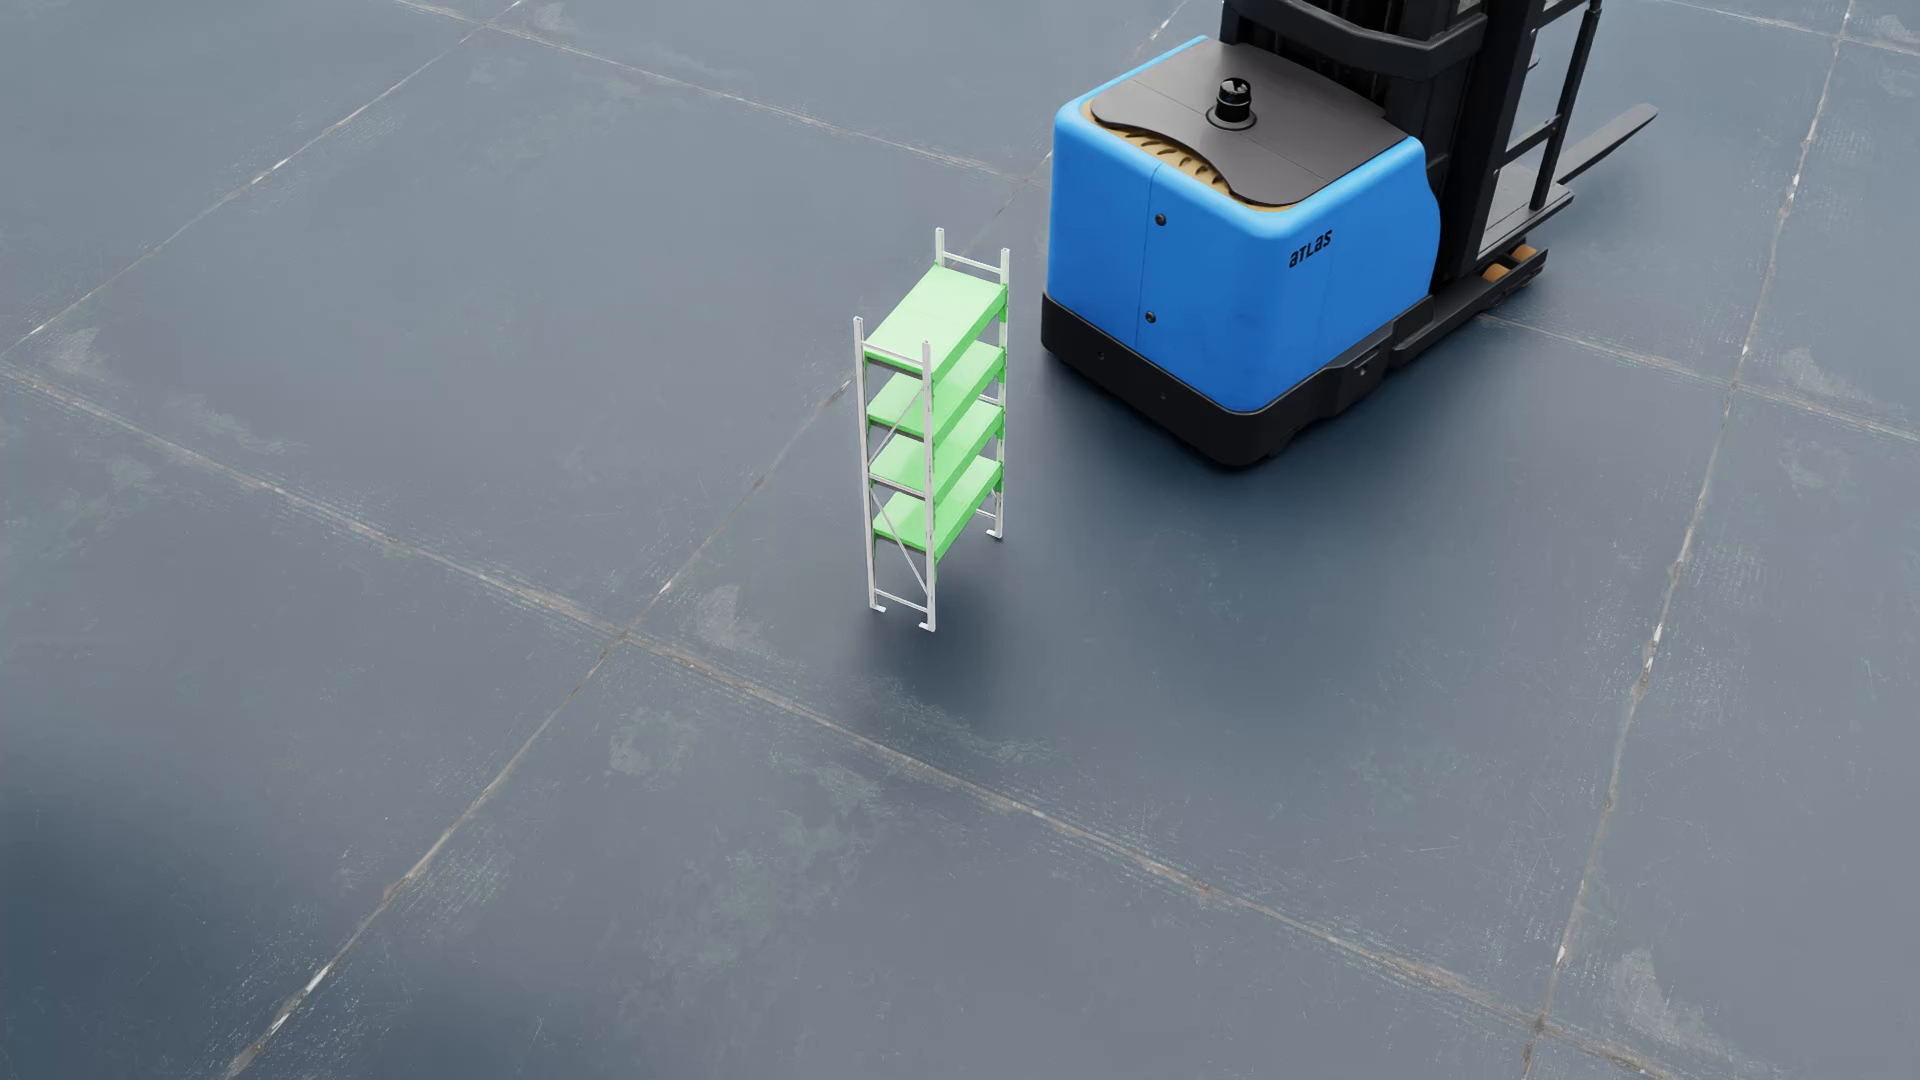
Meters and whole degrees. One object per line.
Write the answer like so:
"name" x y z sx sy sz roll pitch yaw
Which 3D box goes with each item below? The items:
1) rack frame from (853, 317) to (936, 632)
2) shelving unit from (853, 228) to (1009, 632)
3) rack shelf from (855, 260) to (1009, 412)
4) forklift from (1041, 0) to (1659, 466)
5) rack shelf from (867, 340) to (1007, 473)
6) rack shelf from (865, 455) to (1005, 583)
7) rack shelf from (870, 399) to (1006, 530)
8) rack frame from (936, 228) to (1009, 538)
"rack frame" -0.190 -0.164 5.068 0.240 1.200 0.015 20 49 19
"shelving unit" -0.077 -0.317 5.220 0.258 1.200 0.503 20 49 19
"rack shelf" -0.077 -0.610 4.924 0.258 0.148 0.480 20 49 19
"forklift" 1.736 -2.215 5.878 3.031 2.935 1.130 -33 54 -28
"rack shelf" -0.077 -0.441 5.095 0.258 0.148 0.480 20 49 19
"rack shelf" -0.077 -0.104 5.436 0.258 0.148 0.480 20 49 19
"rack shelf" -0.077 -0.273 5.266 0.258 0.148 0.480 20 49 19
"rack frame" 0.036 -0.471 5.372 0.240 1.200 0.015 20 49 19
